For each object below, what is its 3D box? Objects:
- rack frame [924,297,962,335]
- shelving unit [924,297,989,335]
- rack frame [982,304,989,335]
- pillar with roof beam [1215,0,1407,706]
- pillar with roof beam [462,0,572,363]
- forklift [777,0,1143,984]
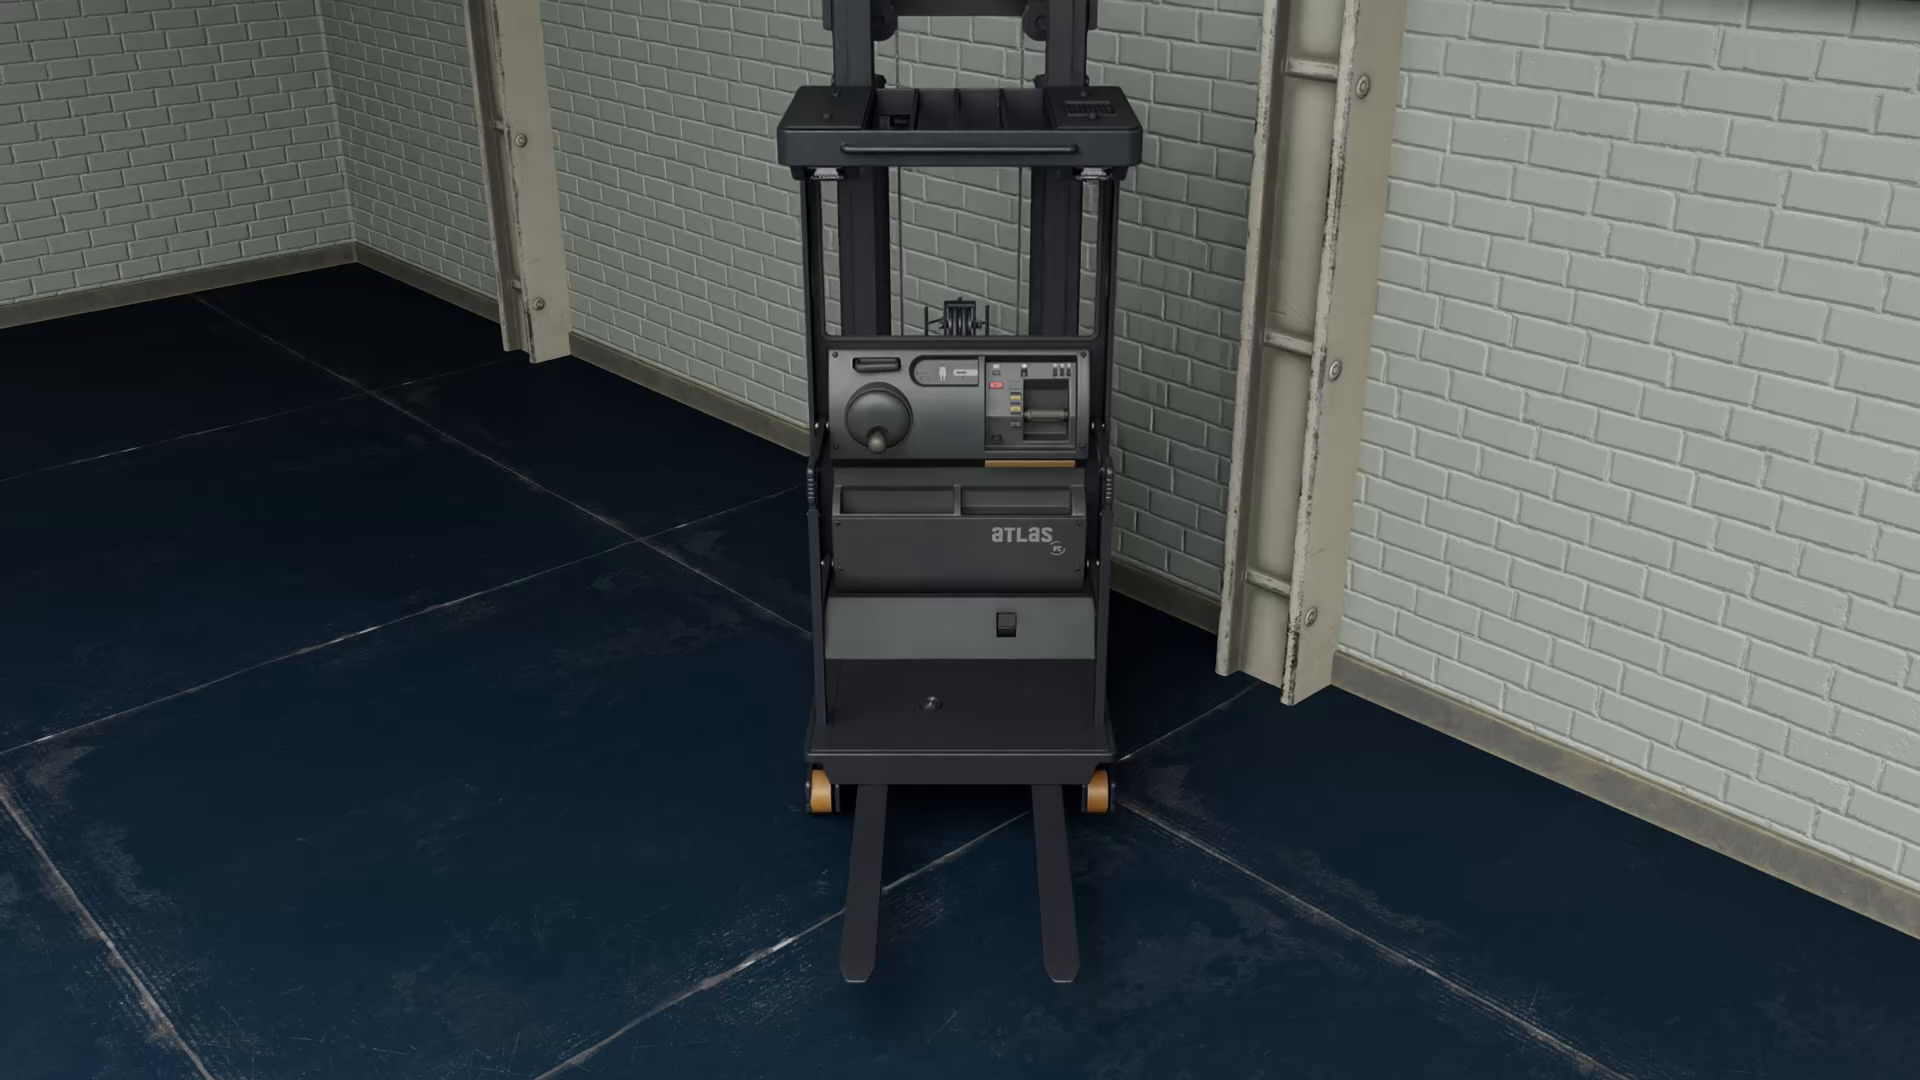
[{"bbox_3d":[-0.079,-0.574,8.063,0.240,1.200,0.006,-22,32,-39],"label":"rack frame"},{"bbox_3d":[-0.015,-0.547,8.003,0.258,1.200,0.189,-22,32,-39],"label":"shelving unit"},{"bbox_3d":[0.049,-0.520,7.944,0.240,1.200,0.006,-22,32,-39],"label":"rack frame"},{"bbox_3d":[-1.820,-2.300,2.449,9.100,9.000,0.400,-21,32,-38],"label":"pillar with roof beam"},{"bbox_3d":[-5.921,-4.117,6.433,9.100,9.000,0.400,-21,32,-38],"label":"pillar with roof beam"},{"bbox_3d":[0.000,-0.464,5.735,1.130,2.935,3.031,0,25,0],"label":"forklift"}]
